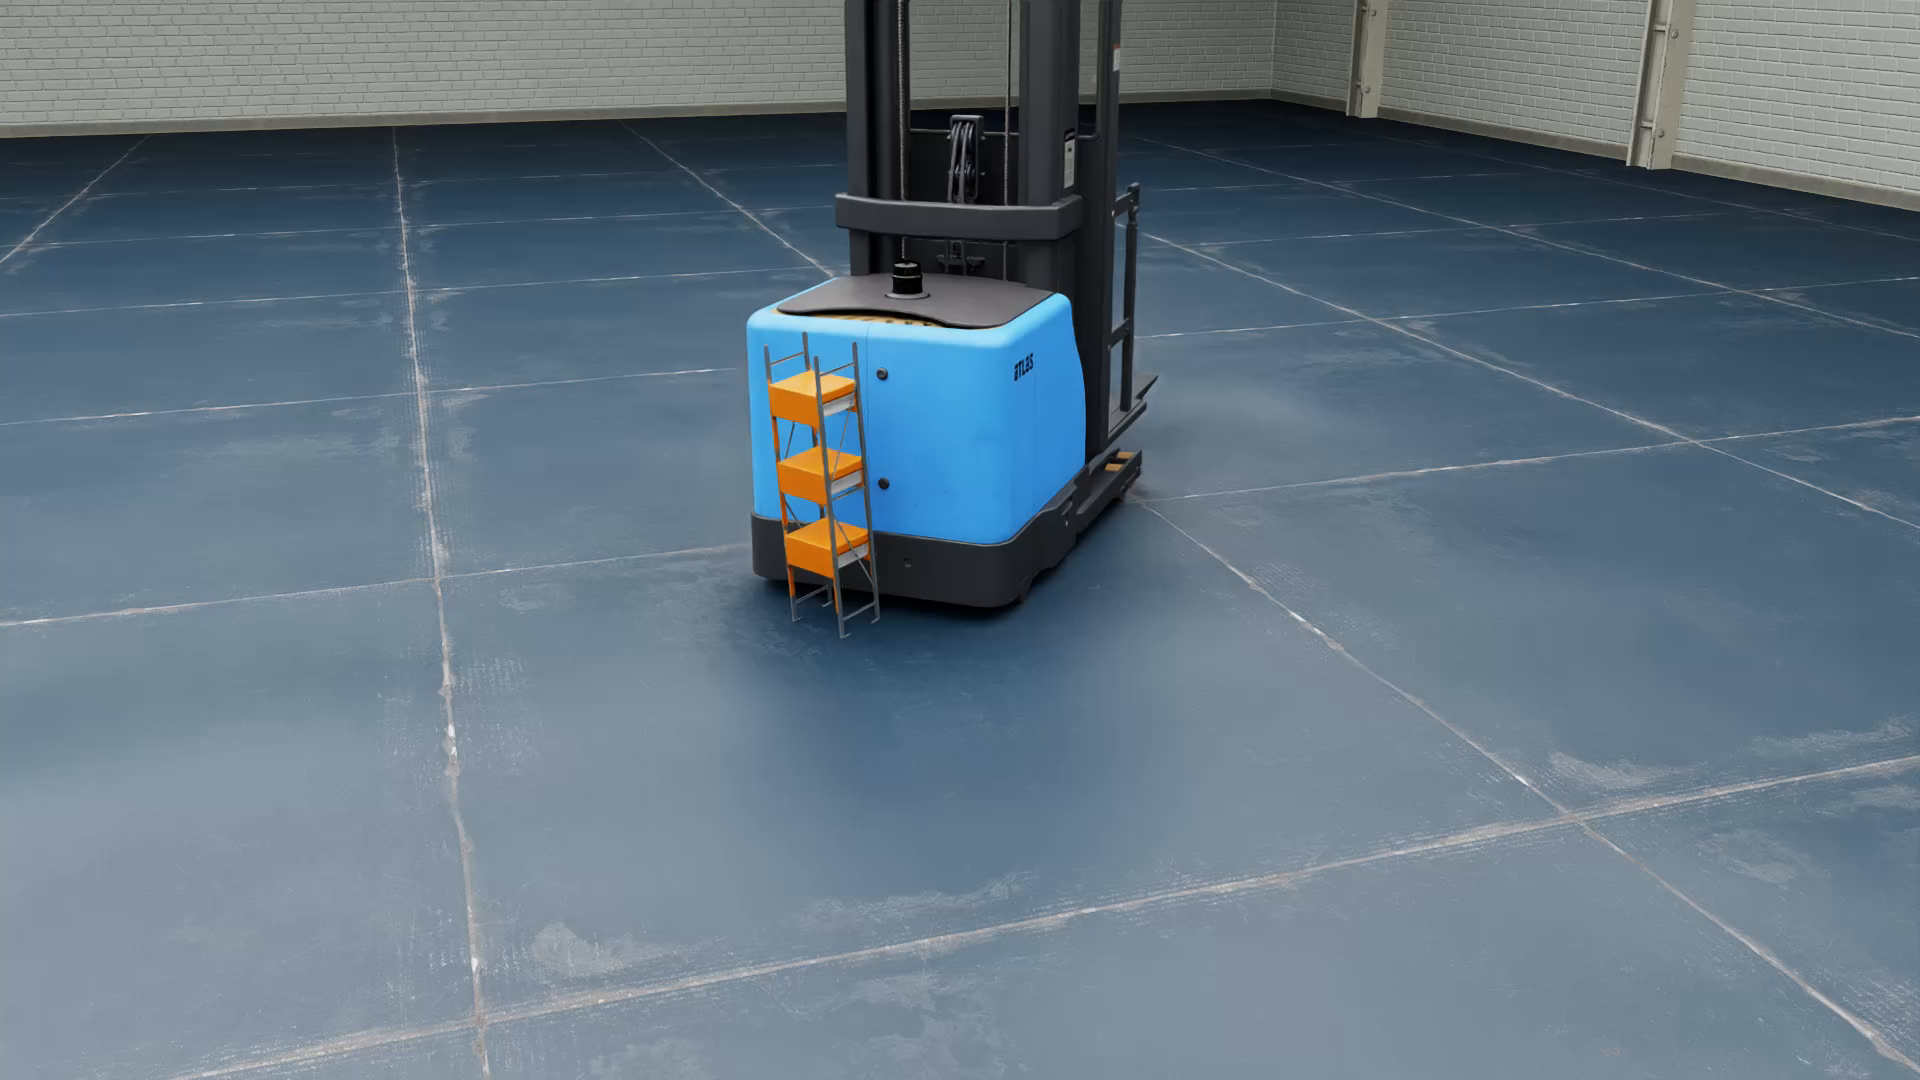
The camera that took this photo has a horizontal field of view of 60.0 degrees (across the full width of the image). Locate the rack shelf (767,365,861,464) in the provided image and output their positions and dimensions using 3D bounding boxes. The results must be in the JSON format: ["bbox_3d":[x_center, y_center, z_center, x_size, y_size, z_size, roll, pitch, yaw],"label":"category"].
[{"bbox_3d":[-0.496,-0.437,5.749,0.240,0.259,0.215,16,30,38],"label":"rack shelf"}]

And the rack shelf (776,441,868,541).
[{"bbox_3d":[-0.479,-0.177,5.862,0.240,0.259,0.215,16,30,38],"label":"rack shelf"}]

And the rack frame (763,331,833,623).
[{"bbox_3d":[-0.572,-0.213,5.934,0.008,1.050,0.200,16,30,38],"label":"rack frame"}]

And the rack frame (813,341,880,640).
[{"bbox_3d":[-0.388,-0.159,5.782,0.008,1.050,0.200,16,30,38],"label":"rack frame"}]

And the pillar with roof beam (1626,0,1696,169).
[{"bbox_3d":[3.556,-7.918,15.649,9.100,9.000,0.400,-6,21,-17],"label":"pillar with roof beam"}]

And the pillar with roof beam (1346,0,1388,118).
[{"bbox_3d":[1.670,-9.843,21.009,9.100,9.000,0.400,-6,21,-17],"label":"pillar with roof beam"}]

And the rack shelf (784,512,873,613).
[{"bbox_3d":[-0.463,0.078,5.972,0.240,0.259,0.215,16,30,38],"label":"rack shelf"}]

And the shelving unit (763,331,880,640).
[{"bbox_3d":[-0.480,-0.186,5.858,0.252,1.050,0.215,16,30,38],"label":"shelving unit"}]

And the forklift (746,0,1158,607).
[{"bbox_3d":[0.190,-1.598,7.029,1.130,2.935,3.031,7,21,19],"label":"forklift"}]
